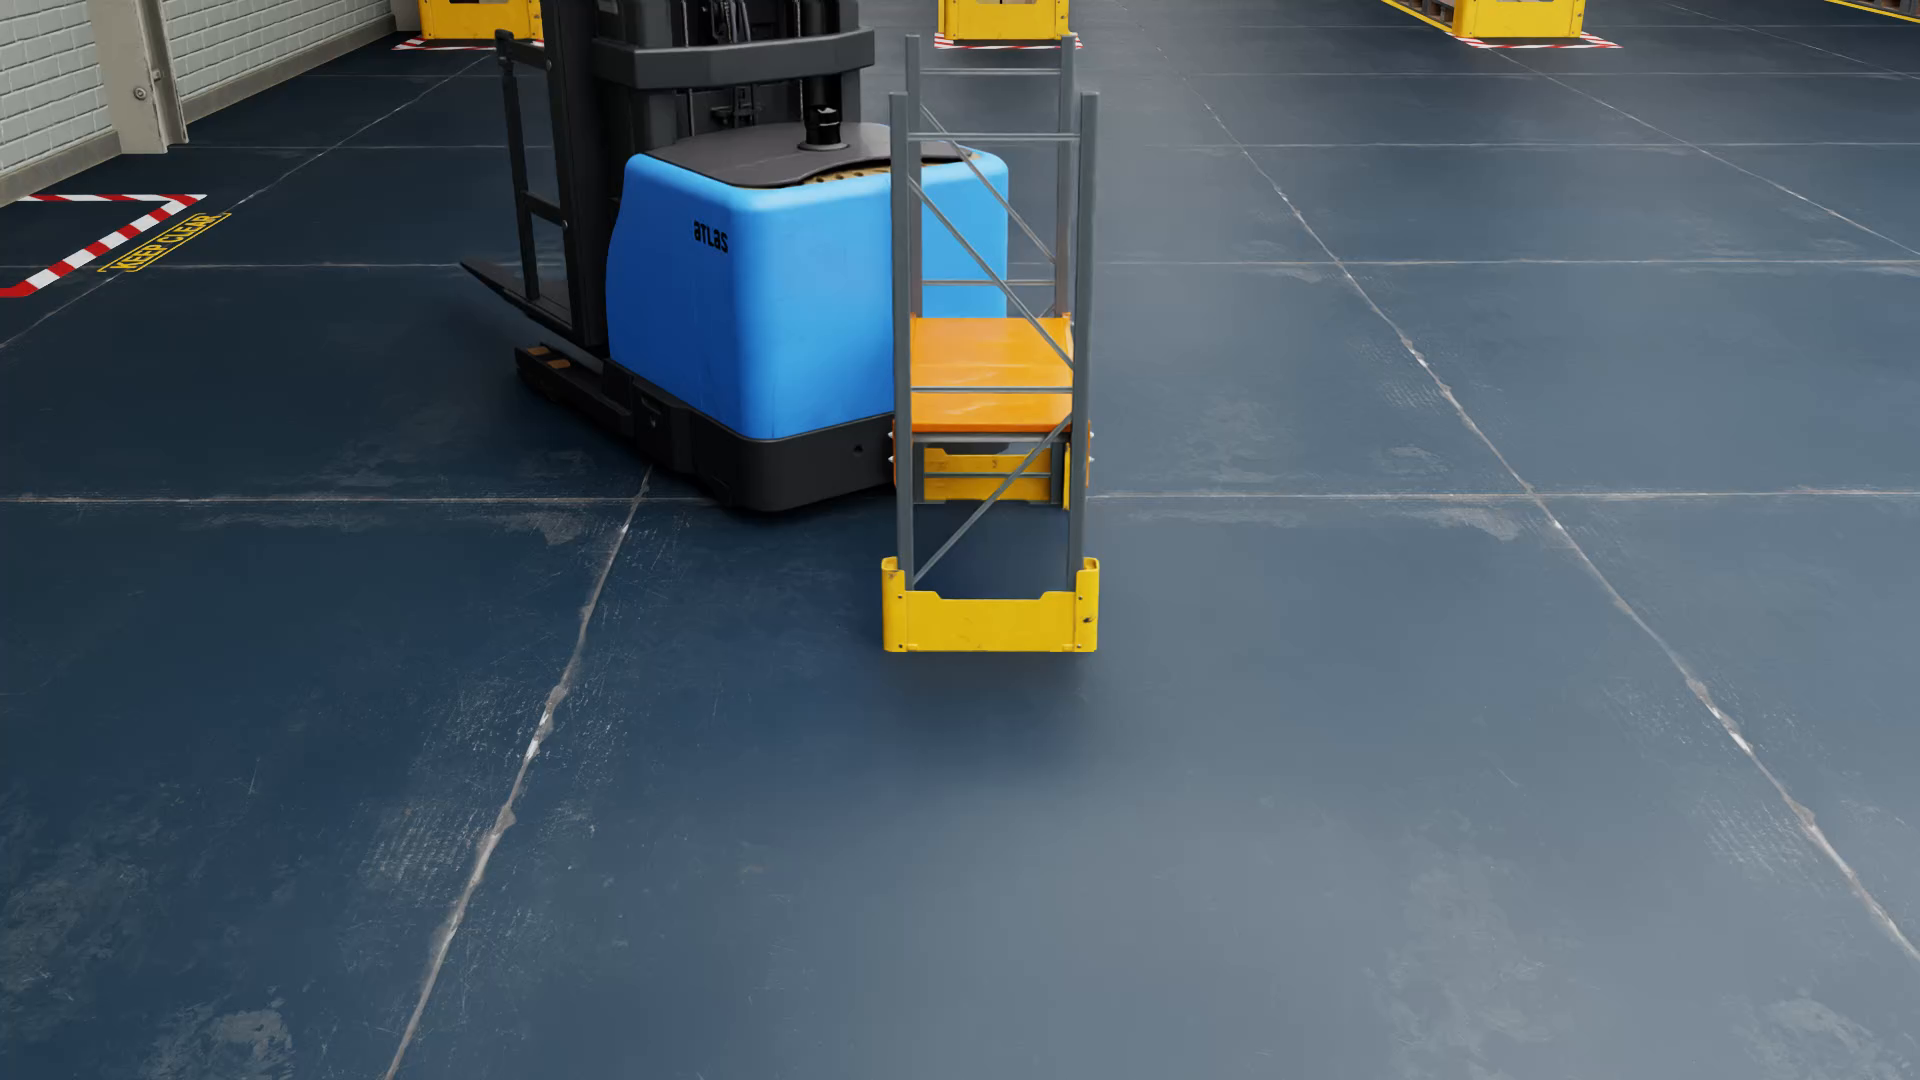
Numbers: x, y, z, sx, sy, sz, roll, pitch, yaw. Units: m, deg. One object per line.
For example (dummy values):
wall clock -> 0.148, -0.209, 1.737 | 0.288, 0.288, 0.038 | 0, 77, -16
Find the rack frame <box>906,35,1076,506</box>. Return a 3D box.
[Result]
rack frame -> 0.090, -0.802, 5.203 | 0.500, 1.500, 0.032 | 0, 24, 0

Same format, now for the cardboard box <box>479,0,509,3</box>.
cardboard box -> -4.437, -5.408, 16.295 | 0.500, 0.311, 0.500 | -3, 25, -7

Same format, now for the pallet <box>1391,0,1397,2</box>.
pallet -> 5.309, -6.292, 18.906 | 1.003, 0.211, 1.213 | 0, 24, -1

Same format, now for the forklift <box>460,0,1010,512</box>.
forklift -> -1.098, -1.973, 6.056 | 1.130, 2.935, 3.031 | -17, 29, -32

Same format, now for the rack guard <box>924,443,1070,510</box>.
rack guard -> 0.090, -0.232, 5.460 | 0.587, 0.250, 0.087 | 0, 24, 0

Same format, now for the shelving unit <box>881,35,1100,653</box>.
shelving unit -> 0.086, -0.596, 4.749 | 0.587, 1.500, 1.083 | 0, 24, 0

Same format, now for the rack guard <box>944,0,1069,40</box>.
rack guard -> 0.434, -5.022, 15.746 | 1.175, 0.500, 0.348 | 0, 24, -1

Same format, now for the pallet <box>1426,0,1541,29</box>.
pallet -> 5.336, -5.287, 16.683 | 1.003, 0.211, 1.213 | 0, 24, -1

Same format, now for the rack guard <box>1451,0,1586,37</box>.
rack guard -> 5.339, -5.083, 15.883 | 1.175, 0.500, 0.348 | 0, 24, -1

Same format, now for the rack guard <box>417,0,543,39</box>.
rack guard -> -4.520, -5.039, 15.785 | 1.175, 0.500, 0.348 | 0, 24, -1

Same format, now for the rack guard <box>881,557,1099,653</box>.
rack guard -> 0.082, 0.178, 4.552 | 0.587, 0.250, 0.087 | 0, 24, 0

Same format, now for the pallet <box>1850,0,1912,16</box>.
pallet -> 10.355, -5.811, 17.841 | 1.003, 0.211, 1.213 | 0, 24, -1

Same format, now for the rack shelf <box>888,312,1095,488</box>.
rack shelf -> 0.086, -0.429, 4.814 | 0.538, 0.185, 1.000 | 0, 24, 0

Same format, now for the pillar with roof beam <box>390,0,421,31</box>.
pillar with roof beam -> -1.087, -9.184, 14.636 | 9.100, 9.000, 0.400 | 0, 24, -1

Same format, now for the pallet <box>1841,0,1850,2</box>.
pallet -> 10.339, -6.315, 18.956 | 1.003, 0.211, 1.213 | 0, 24, -1

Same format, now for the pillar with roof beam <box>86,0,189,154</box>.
pillar with roof beam -> -1.022, -6.712, 9.170 | 9.100, 9.000, 0.400 | 0, 24, -1

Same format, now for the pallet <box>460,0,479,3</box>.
pallet -> -4.493, -5.242, 16.585 | 1.003, 0.211, 1.213 | 0, 24, -1

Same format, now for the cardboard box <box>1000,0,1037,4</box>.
cardboard box -> 0.651, -5.331, 16.224 | 0.500, 0.250, 0.500 | 0, 24, -1

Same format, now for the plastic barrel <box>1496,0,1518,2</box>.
plastic barrel -> 5.304, -5.520, 16.324 | 0.421, 0.512, 0.421 | 0, 24, 0

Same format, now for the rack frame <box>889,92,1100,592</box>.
rack frame -> 0.082, -0.383, 4.277 | 0.500, 1.500, 0.032 | 0, 24, 0

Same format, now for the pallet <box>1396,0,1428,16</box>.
pallet -> 5.326, -5.788, 17.791 | 1.003, 0.211, 1.213 | 0, 24, -1

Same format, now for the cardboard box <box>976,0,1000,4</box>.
cardboard box -> 0.133, -5.329, 16.219 | 0.500, 0.250, 0.500 | 0, 24, -1

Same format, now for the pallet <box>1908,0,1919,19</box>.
pallet -> 10.366, -5.309, 16.733 | 1.003, 0.211, 1.213 | 0, 24, -1
